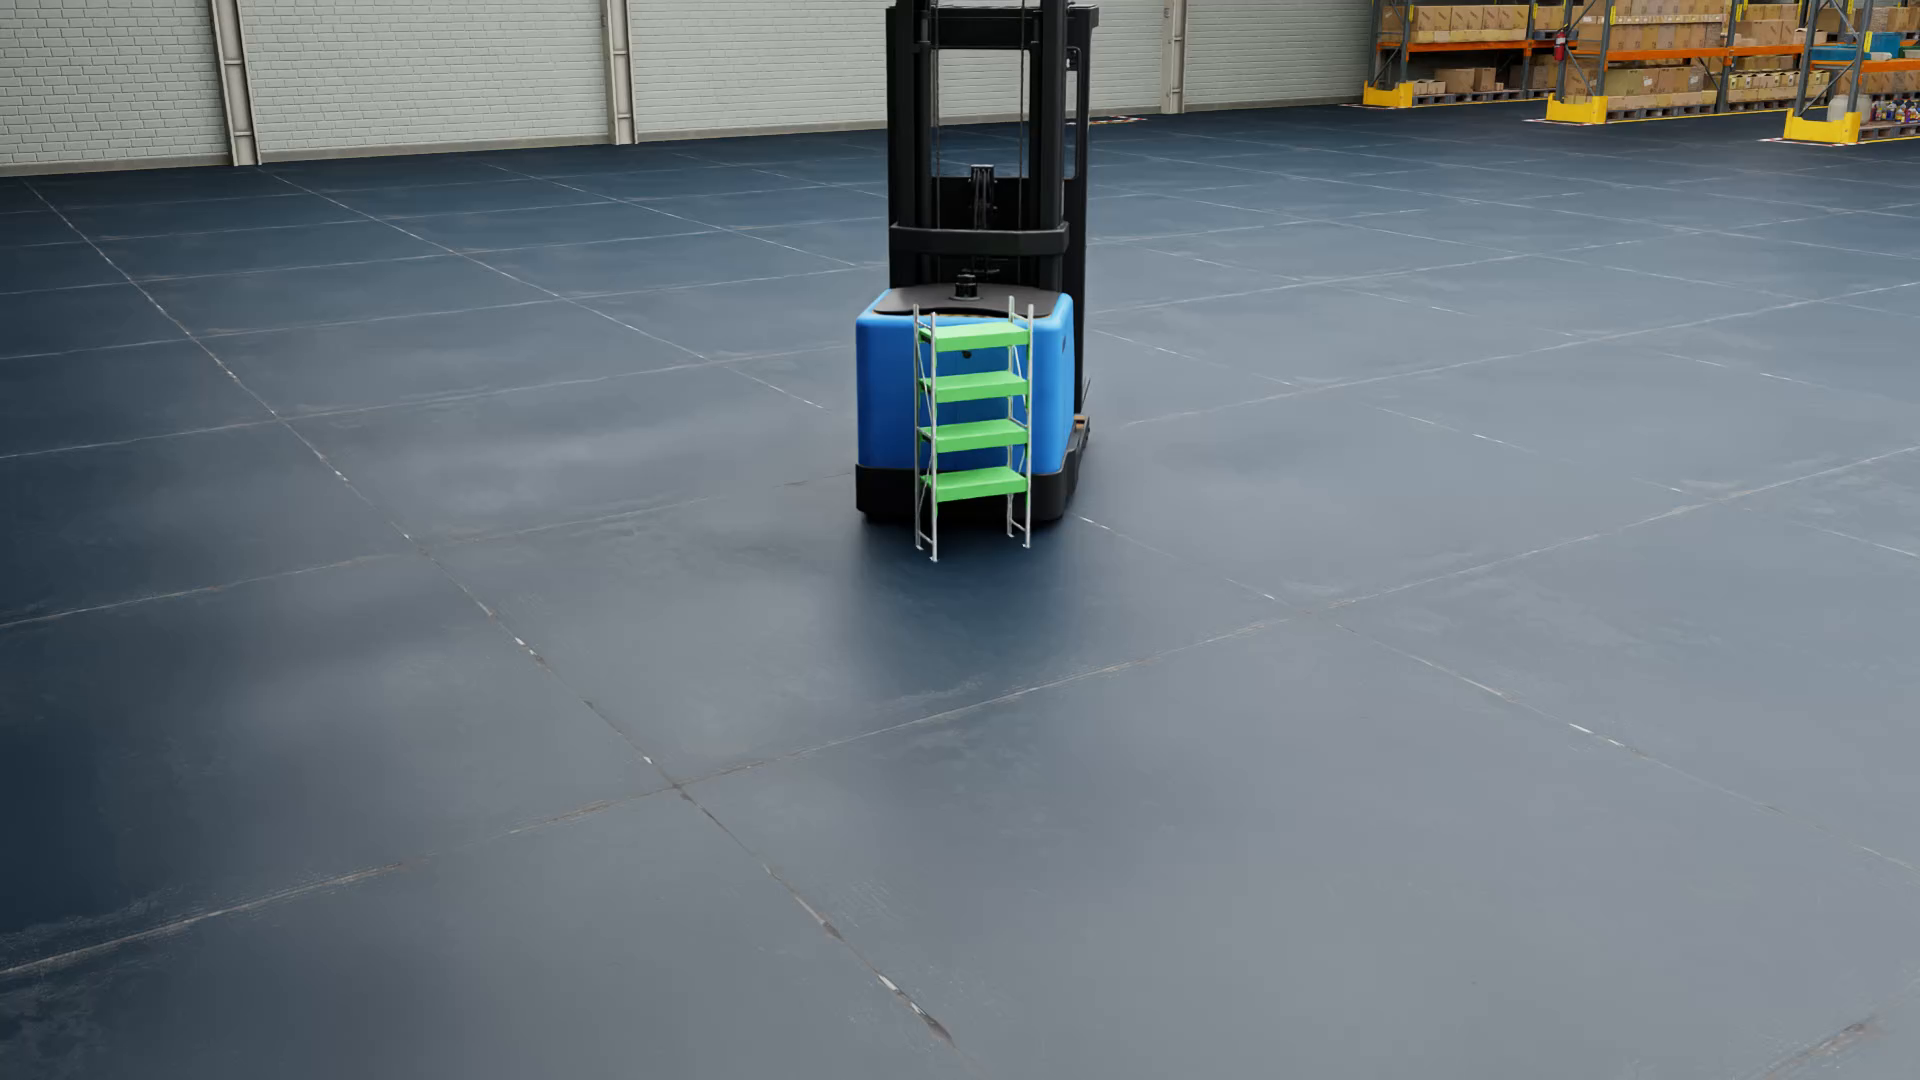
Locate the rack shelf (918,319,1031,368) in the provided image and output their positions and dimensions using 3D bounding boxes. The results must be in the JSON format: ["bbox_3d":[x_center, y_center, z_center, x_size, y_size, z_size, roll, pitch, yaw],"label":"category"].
[{"bbox_3d":[0.061,-0.923,7.803,0.480,0.148,0.258,-8,20,-21],"label":"rack shelf"}]

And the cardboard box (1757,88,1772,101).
[{"bbox_3d":[16.666,-9.369,34.911,0.500,0.250,0.500,-13,22,-33],"label":"cardboard box"}]

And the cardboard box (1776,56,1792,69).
[{"bbox_3d":[21.262,-12.412,43.522,0.500,0.500,0.700,-13,22,-33],"label":"cardboard box"}]

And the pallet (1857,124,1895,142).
[{"bbox_3d":[15.434,-7.102,28.924,1.213,0.211,1.003,-12,22,-31],"label":"pallet"}]

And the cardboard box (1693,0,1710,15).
[{"bbox_3d":[14.546,-10.779,33.262,0.500,0.500,0.700,-12,22,-32],"label":"cardboard box"}]

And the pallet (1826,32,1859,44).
[{"bbox_3d":[19.202,-11.038,36.510,1.003,0.211,1.213,-12,22,-31],"label":"pallet"}]

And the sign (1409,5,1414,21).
[{"bbox_3d":[9.565,-11.171,35.252,0.005,0.325,0.100,-12,22,-31],"label":"sign"}]

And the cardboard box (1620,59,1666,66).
[{"bbox_3d":[16.634,-11.590,40.544,0.750,0.750,0.750,-12,22,-32],"label":"cardboard box"}]

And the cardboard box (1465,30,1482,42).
[{"bbox_3d":[11.126,-11.117,36.648,0.500,0.250,0.500,-12,22,-31],"label":"cardboard box"}]

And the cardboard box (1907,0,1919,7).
[{"bbox_3d":[22.296,-12.374,38.447,0.500,0.500,0.500,-12,22,-31],"label":"cardboard box"}]

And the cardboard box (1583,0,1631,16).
[{"bbox_3d":[12.435,-10.331,31.939,0.500,0.500,0.700,-12,22,-31],"label":"cardboard box"}]

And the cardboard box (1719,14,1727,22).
[{"bbox_3d":[15.225,-10.535,33.555,0.250,0.149,0.380,-12,22,-31],"label":"cardboard box"}]

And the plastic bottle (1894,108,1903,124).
[{"bbox_3d":[16.400,-7.408,29.046,0.097,0.271,0.097,0,19,0],"label":"plastic bottle"}]

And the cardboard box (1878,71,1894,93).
[{"bbox_3d":[20.501,-10.293,37.222,0.500,0.500,0.500,-13,23,-33],"label":"cardboard box"}]

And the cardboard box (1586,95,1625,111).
[{"bbox_3d":[12.564,-8.513,32.379,0.500,0.250,0.500,-12,22,-31],"label":"cardboard box"}]

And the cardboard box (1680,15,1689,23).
[{"bbox_3d":[14.164,-10.312,32.895,0.250,0.149,0.380,-11,22,-30],"label":"cardboard box"}]

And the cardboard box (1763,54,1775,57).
[{"bbox_3d":[20.791,-12.549,42.916,0.250,0.149,0.380,-13,22,-33],"label":"cardboard box"}]

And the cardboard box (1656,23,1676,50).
[{"bbox_3d":[13.682,-9.981,32.928,0.500,0.500,0.700,-11,22,-30],"label":"cardboard box"}]

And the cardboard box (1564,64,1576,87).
[{"bbox_3d":[14.065,-10.952,39.173,0.500,0.500,0.700,-12,22,-31],"label":"cardboard box"}]

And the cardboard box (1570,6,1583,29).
[{"bbox_3d":[14.054,-12.167,38.709,0.500,0.500,0.700,-9,21,-24],"label":"cardboard box"}]

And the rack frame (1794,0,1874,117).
[{"bbox_3d":[14.715,-8.256,27.981,0.127,3.000,1.000,-12,22,-31],"label":"rack frame"}]

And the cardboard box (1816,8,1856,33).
[{"bbox_3d":[19.139,-11.378,36.404,0.700,0.500,0.500,14,23,35],"label":"cardboard box"}]

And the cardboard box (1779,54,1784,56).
[{"bbox_3d":[21.462,-12.838,43.770,0.250,0.149,0.380,-12,22,-31],"label":"cardboard box"}]

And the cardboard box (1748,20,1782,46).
[{"bbox_3d":[16.843,-10.645,34.893,0.500,0.500,0.500,-12,22,-31],"label":"cardboard box"}]

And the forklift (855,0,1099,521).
[{"bbox_3d":[0.184,-1.915,9.334,1.130,2.935,3.031,3,19,7],"label":"forklift"}]

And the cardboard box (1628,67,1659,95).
[{"bbox_3d":[13.391,-9.048,32.791,0.500,0.500,0.500,-12,22,-31],"label":"cardboard box"}]

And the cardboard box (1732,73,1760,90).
[{"bbox_3d":[16.237,-9.541,34.545,0.500,0.311,0.500,-12,22,-32],"label":"cardboard box"}]

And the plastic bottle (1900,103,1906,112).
[{"bbox_3d":[17.098,-7.787,30.169,0.097,0.271,0.097,0,19,0],"label":"plastic bottle"}]

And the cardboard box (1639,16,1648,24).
[{"bbox_3d":[13.080,-10.082,32.215,0.250,0.149,0.380,-12,22,-32],"label":"cardboard box"}]

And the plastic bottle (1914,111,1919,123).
[{"bbox_3d":[16.853,-7.470,29.339,0.097,0.201,0.097,0,19,0],"label":"plastic bottle"}]

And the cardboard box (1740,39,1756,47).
[{"bbox_3d":[16.187,-10.268,34.327,0.250,0.149,0.380,-12,22,-31],"label":"cardboard box"}]

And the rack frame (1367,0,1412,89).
[{"bbox_3d":[9.266,-10.906,35.820,0.127,3.000,1.000,-12,22,-31],"label":"rack frame"}]

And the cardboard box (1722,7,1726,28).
[{"bbox_3d":[18.621,-12.976,41.291,0.500,0.500,0.500,-12,22,-31],"label":"cardboard box"}]

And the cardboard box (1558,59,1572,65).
[{"bbox_3d":[14.011,-11.295,39.016,0.500,0.250,0.500,-13,22,-33],"label":"cardboard box"}]

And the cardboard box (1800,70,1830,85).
[{"bbox_3d":[18.373,-9.994,35.886,0.500,0.311,0.500,-11,22,-30],"label":"cardboard box"}]

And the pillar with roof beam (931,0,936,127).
[{"bbox_3d":[1.720,-10.837,26.250,0.400,9.000,9.100,-12,22,-31],"label":"pillar with roof beam"}]

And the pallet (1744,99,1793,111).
[{"bbox_3d":[16.948,-9.321,35.487,1.213,0.211,1.003,-12,22,-31],"label":"pallet"}]

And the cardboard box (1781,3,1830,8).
[{"bbox_3d":[22.208,-13.774,43.834,0.700,0.700,0.980,-11,21,-29],"label":"cardboard box"}]

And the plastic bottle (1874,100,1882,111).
[{"bbox_3d":[16.485,-7.742,29.910,0.185,0.351,0.144,-11,22,-29],"label":"plastic bottle"}]

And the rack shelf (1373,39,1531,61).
[{"bbox_3d":[10.936,-10.917,36.977,4.000,0.370,1.077,-12,22,-31],"label":"rack shelf"}]

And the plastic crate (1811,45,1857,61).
[{"bbox_3d":[14.968,-8.354,28.503,0.616,0.251,0.499,-12,22,-31],"label":"plastic crate"}]

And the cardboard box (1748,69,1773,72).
[{"bbox_3d":[17.215,-9.955,35.769,0.500,0.311,0.500,-13,22,-33],"label":"cardboard box"}]

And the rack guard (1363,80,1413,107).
[{"bbox_3d":[9.329,-9.735,36.260,0.348,0.500,1.175,-12,22,-31],"label":"rack guard"}]

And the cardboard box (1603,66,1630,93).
[{"bbox_3d":[13.105,-9.187,33.203,0.500,0.500,0.500,-12,22,-31],"label":"cardboard box"}]

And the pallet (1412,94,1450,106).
[{"bbox_3d":[10.027,-9.732,36.701,1.213,0.211,1.003,-12,22,-31],"label":"pallet"}]

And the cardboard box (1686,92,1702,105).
[{"bbox_3d":[14.644,-8.957,33.692,0.500,0.250,0.500,-12,22,-31],"label":"cardboard box"}]

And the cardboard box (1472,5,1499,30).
[{"bbox_3d":[11.542,-11.563,36.795,0.500,0.500,0.500,-13,22,-33],"label":"cardboard box"}]

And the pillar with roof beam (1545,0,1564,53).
[{"bbox_3d":[16.754,-14.008,35.628,0.400,9.000,9.100,-12,22,-31],"label":"pillar with roof beam"}]

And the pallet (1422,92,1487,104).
[{"bbox_3d":[11.045,-9.945,37.333,1.213,0.211,1.003,-12,22,-31],"label":"pallet"}]

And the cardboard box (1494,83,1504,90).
[{"bbox_3d":[12.176,-10.374,37.985,0.250,0.166,0.380,-16,24,-38],"label":"cardboard box"}]

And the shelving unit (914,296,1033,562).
[{"bbox_3d":[0.061,-0.529,7.936,0.503,1.200,0.258,-8,20,-21],"label":"shelving unit"}]
